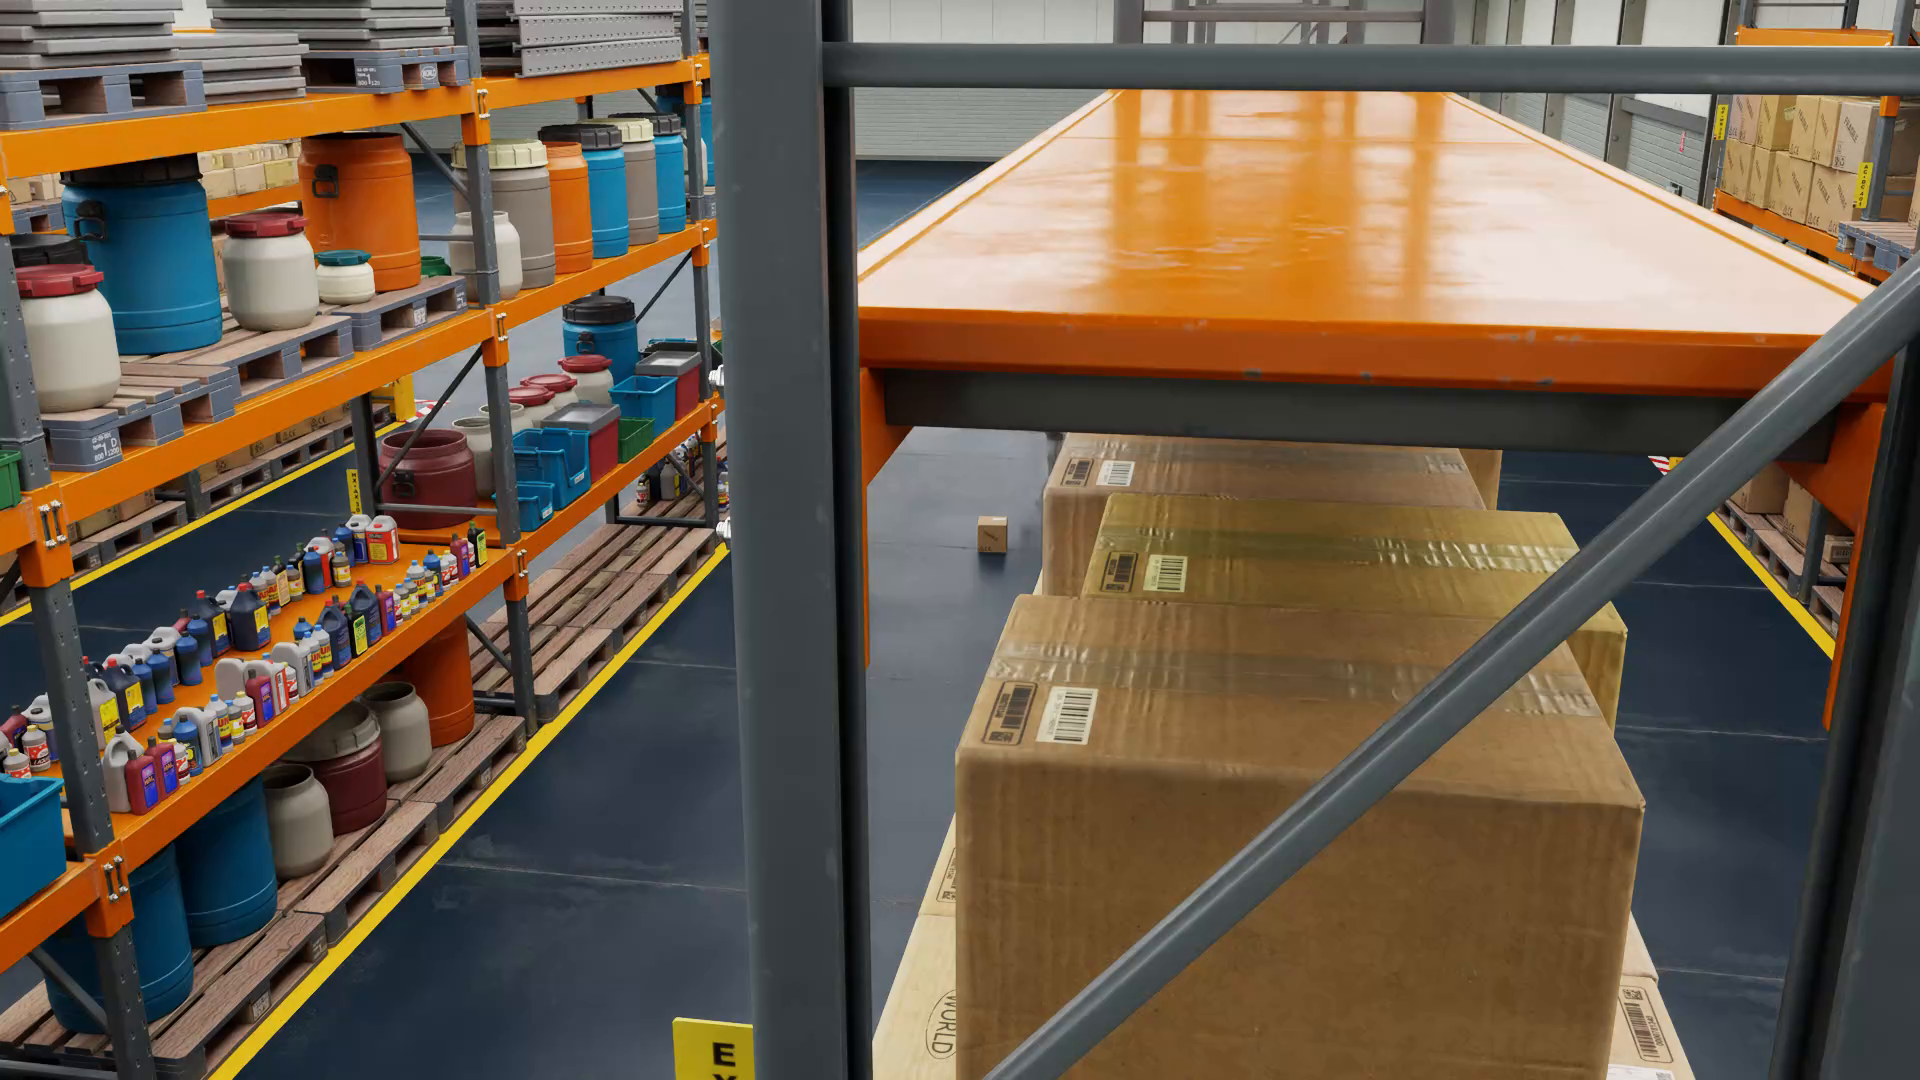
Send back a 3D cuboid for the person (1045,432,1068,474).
[{"bbox_3d":[0.963,-1.240,15.854,0.484,1.620,0.930,5,19,16],"label":"person"}]
